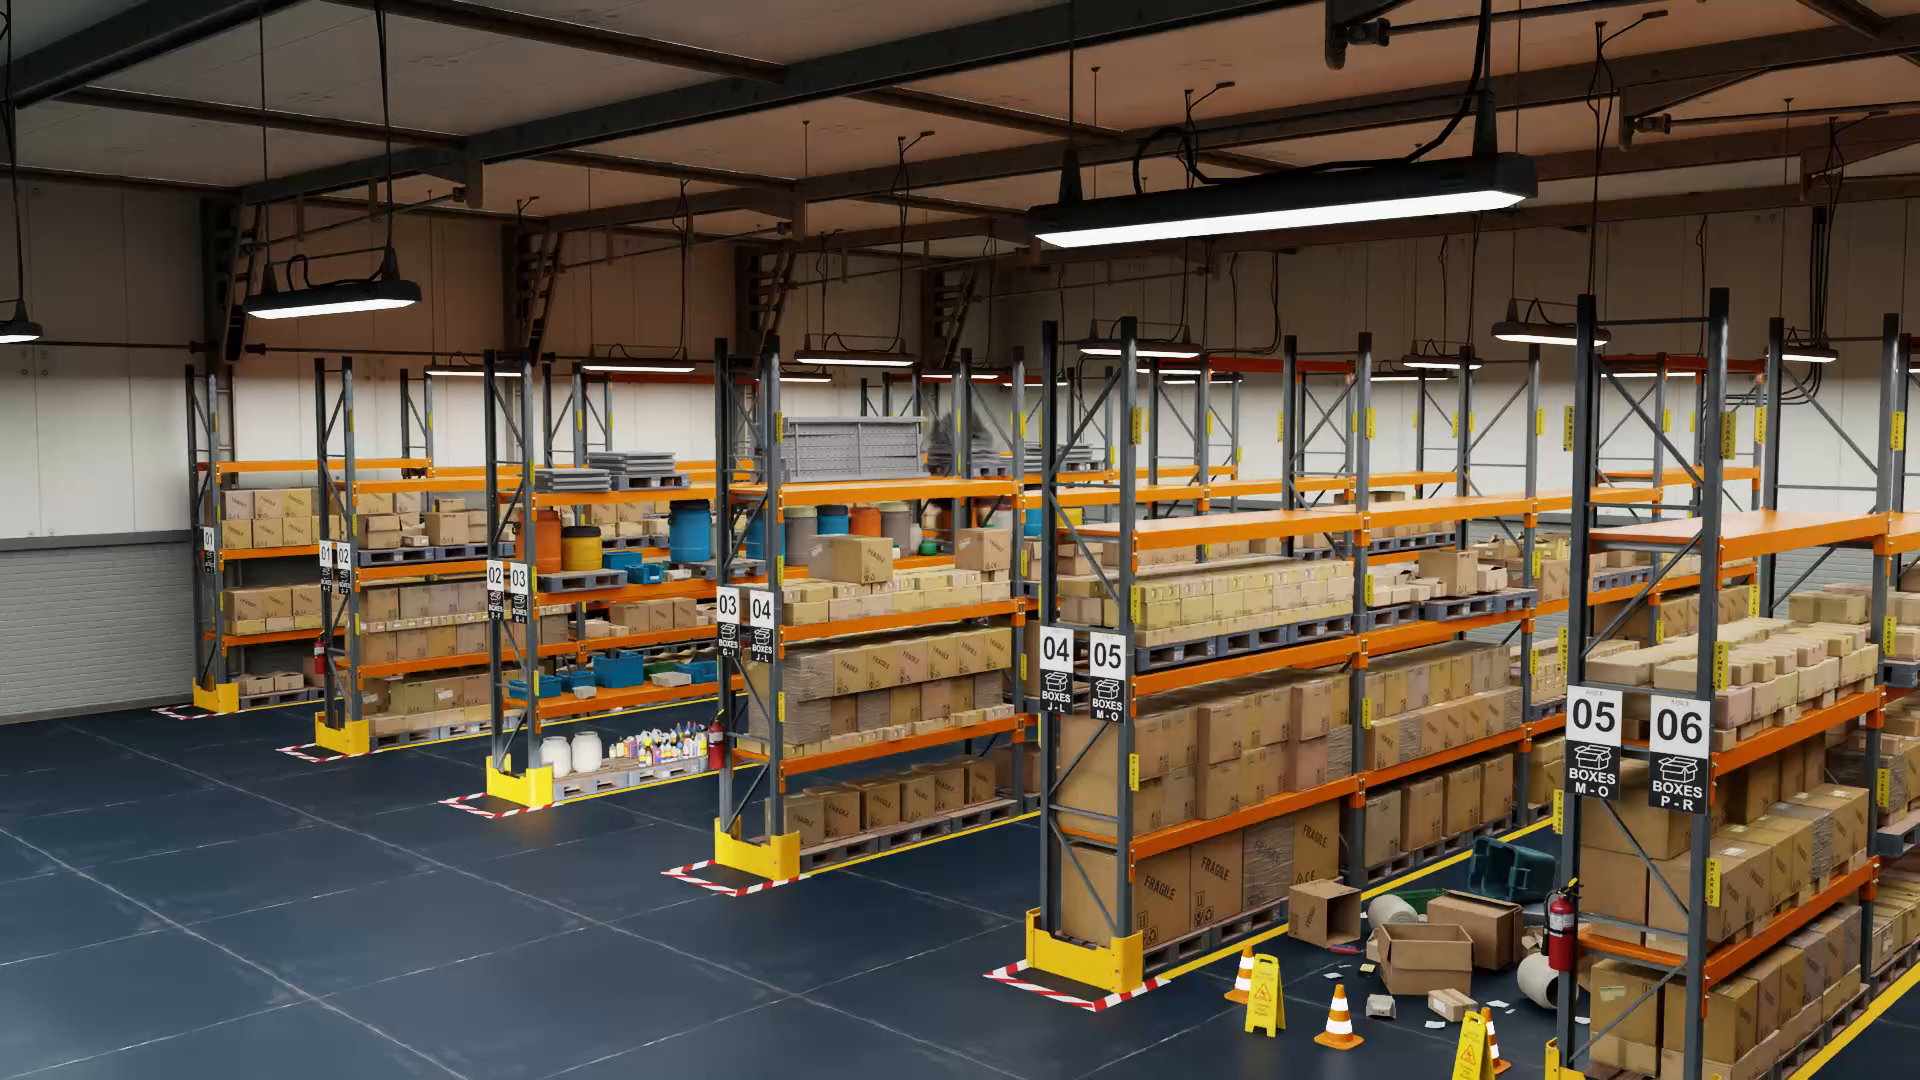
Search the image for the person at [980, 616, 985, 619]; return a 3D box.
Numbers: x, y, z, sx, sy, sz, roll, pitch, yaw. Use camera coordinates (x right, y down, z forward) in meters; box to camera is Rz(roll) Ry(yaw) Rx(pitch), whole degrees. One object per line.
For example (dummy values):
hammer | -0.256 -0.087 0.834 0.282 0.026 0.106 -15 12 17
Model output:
person | 0.579 2.033 31.164 0.537 1.493 0.797 3 5 37
